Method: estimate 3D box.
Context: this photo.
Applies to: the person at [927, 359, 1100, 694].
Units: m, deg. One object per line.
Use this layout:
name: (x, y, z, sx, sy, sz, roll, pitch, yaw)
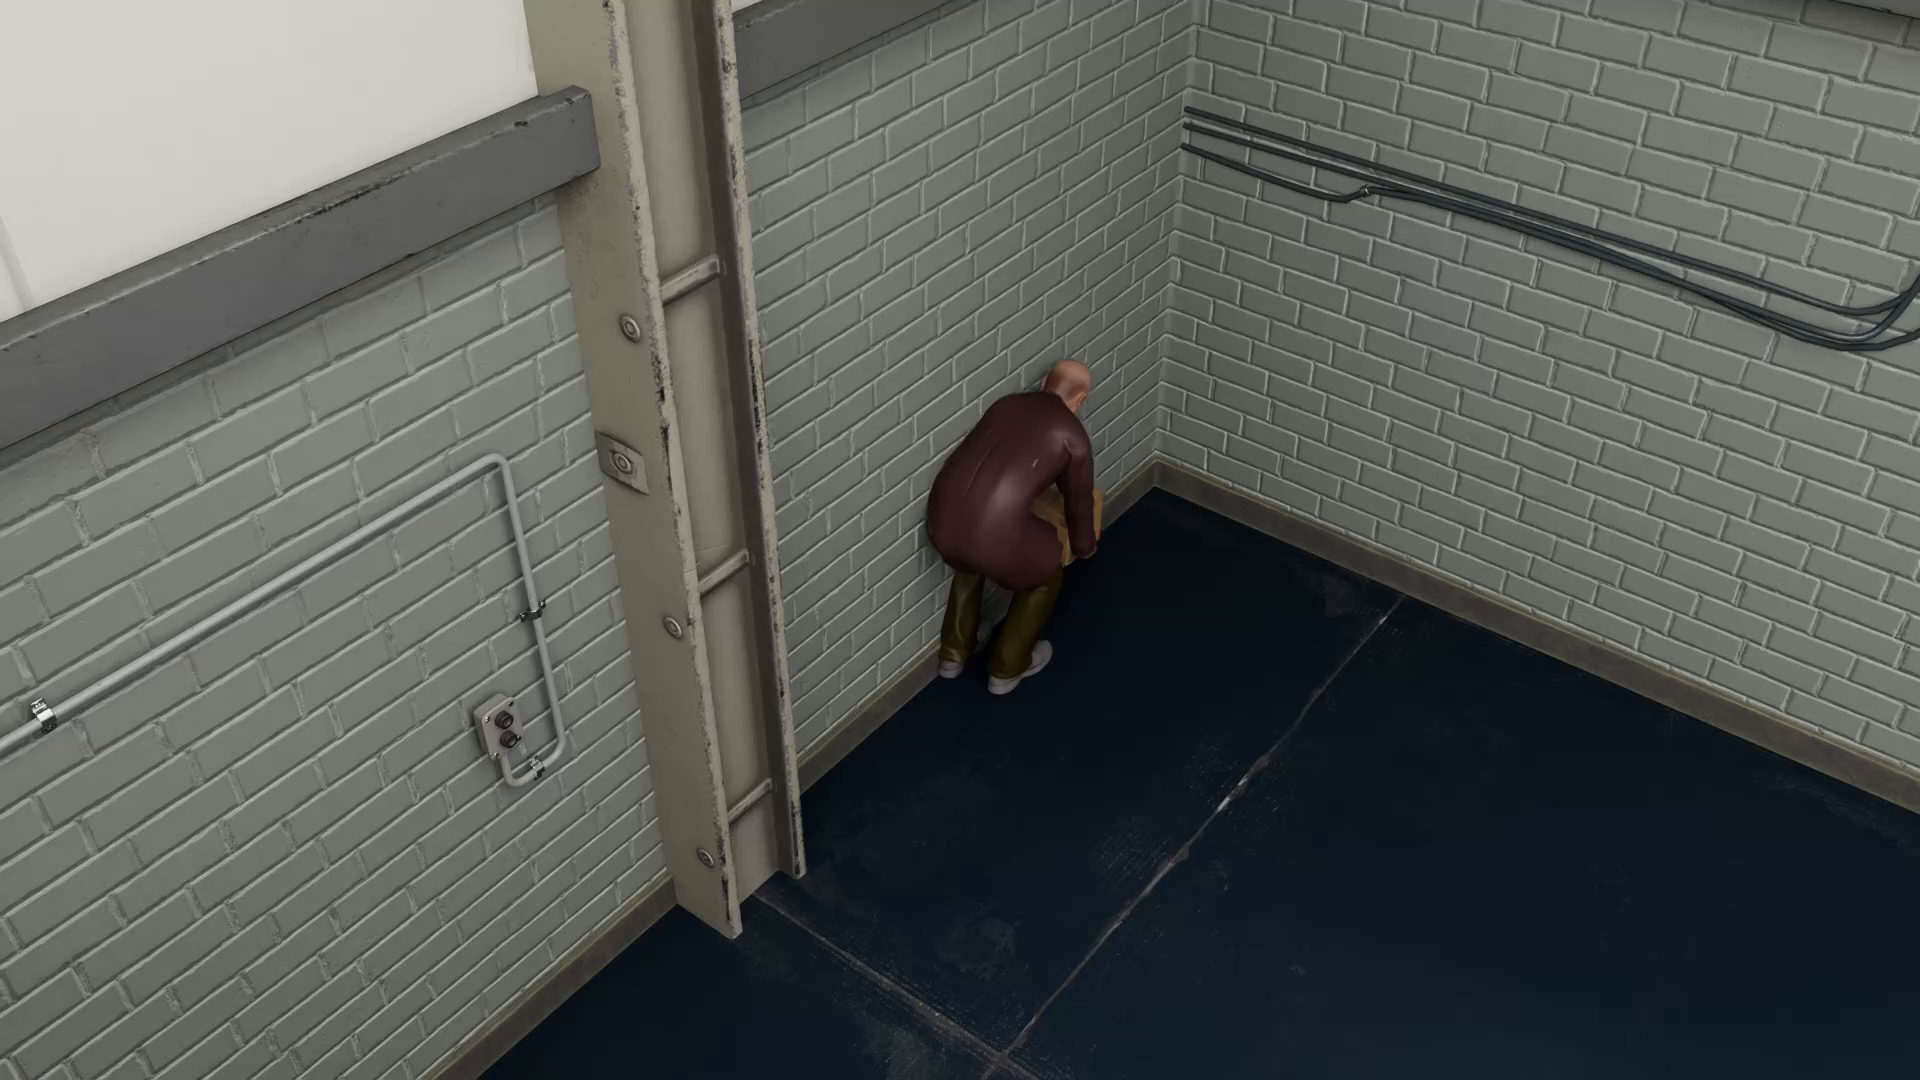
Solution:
person: (0.234, -0.025, 6.683, 0.574, 1.173, 0.928, 23, 44, 27)
